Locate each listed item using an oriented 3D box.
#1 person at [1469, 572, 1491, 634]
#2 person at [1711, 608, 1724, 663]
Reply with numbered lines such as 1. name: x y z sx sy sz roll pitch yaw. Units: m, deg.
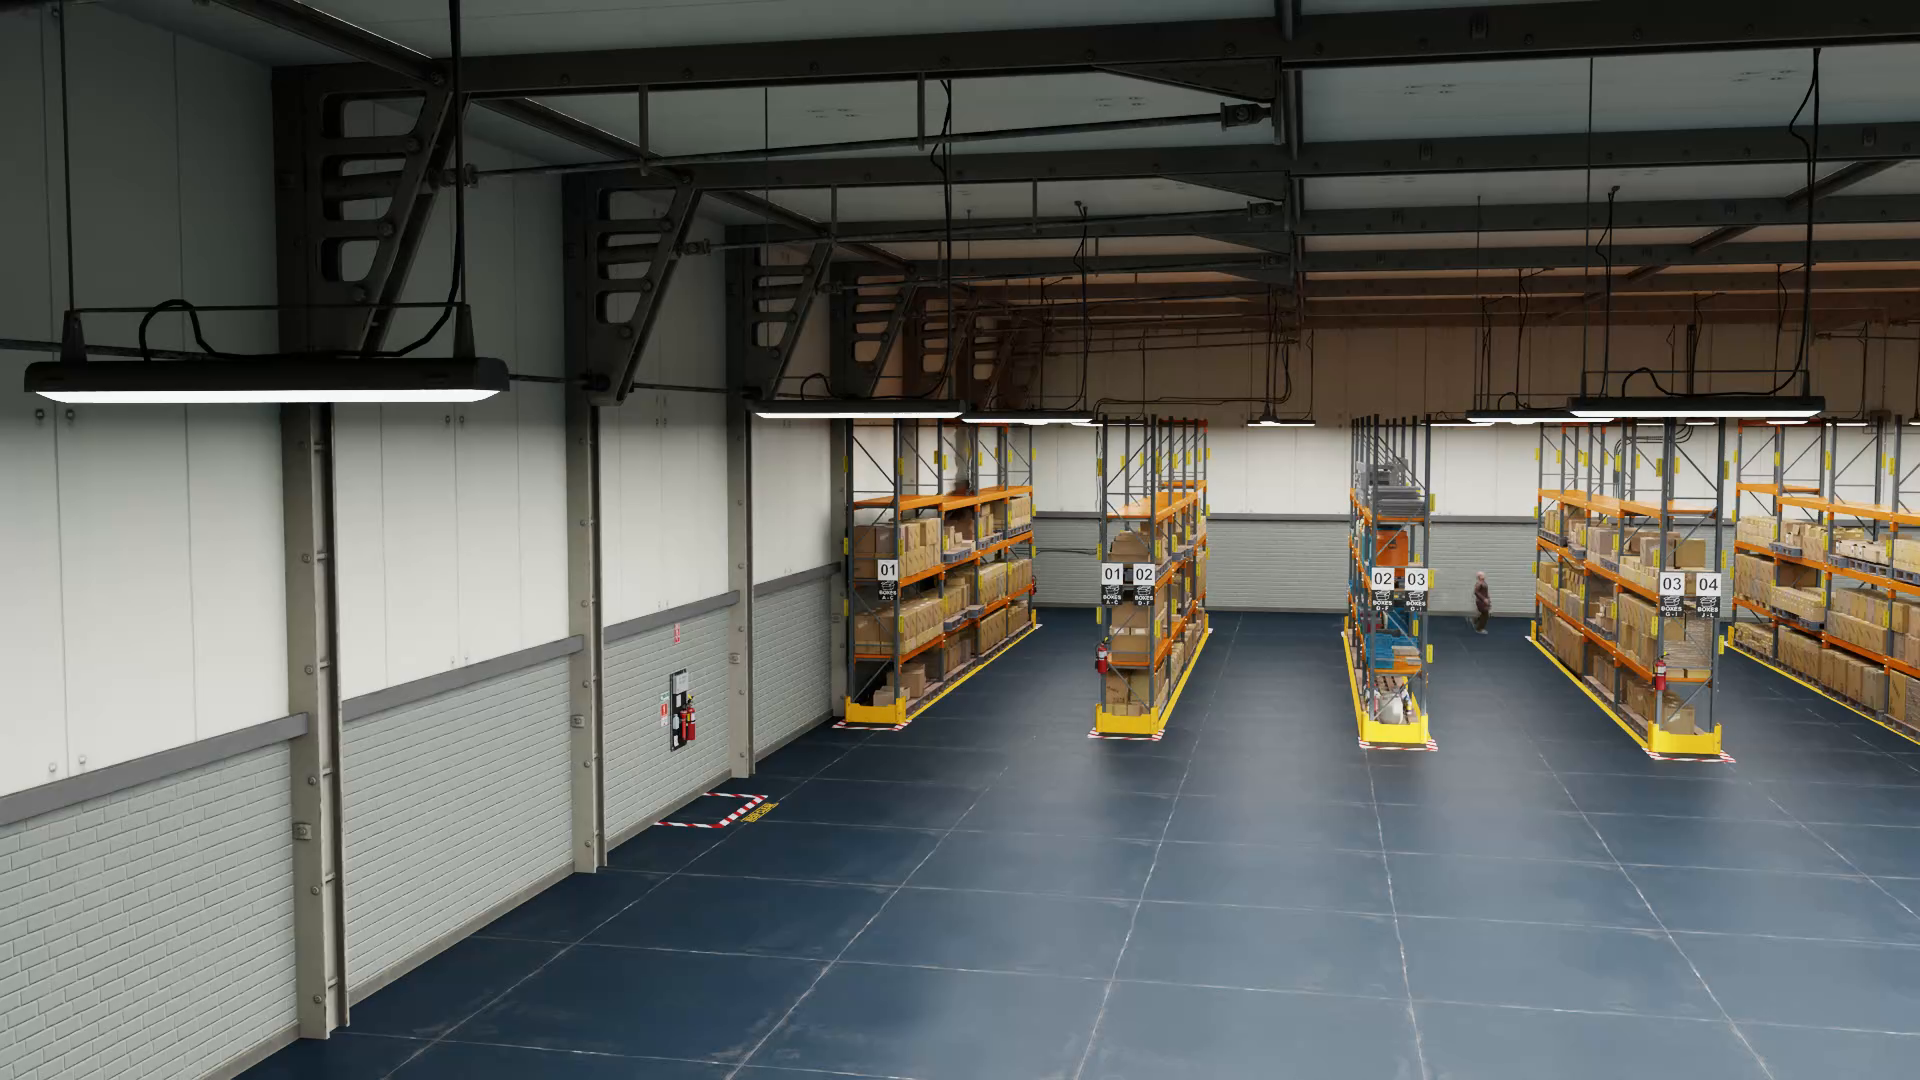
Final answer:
1. person: 14.611 1.848 46.699 0.602 1.554 0.711 2 4 28
2. person: 18.604 2.197 41.240 0.539 1.596 0.935 1 4 10
